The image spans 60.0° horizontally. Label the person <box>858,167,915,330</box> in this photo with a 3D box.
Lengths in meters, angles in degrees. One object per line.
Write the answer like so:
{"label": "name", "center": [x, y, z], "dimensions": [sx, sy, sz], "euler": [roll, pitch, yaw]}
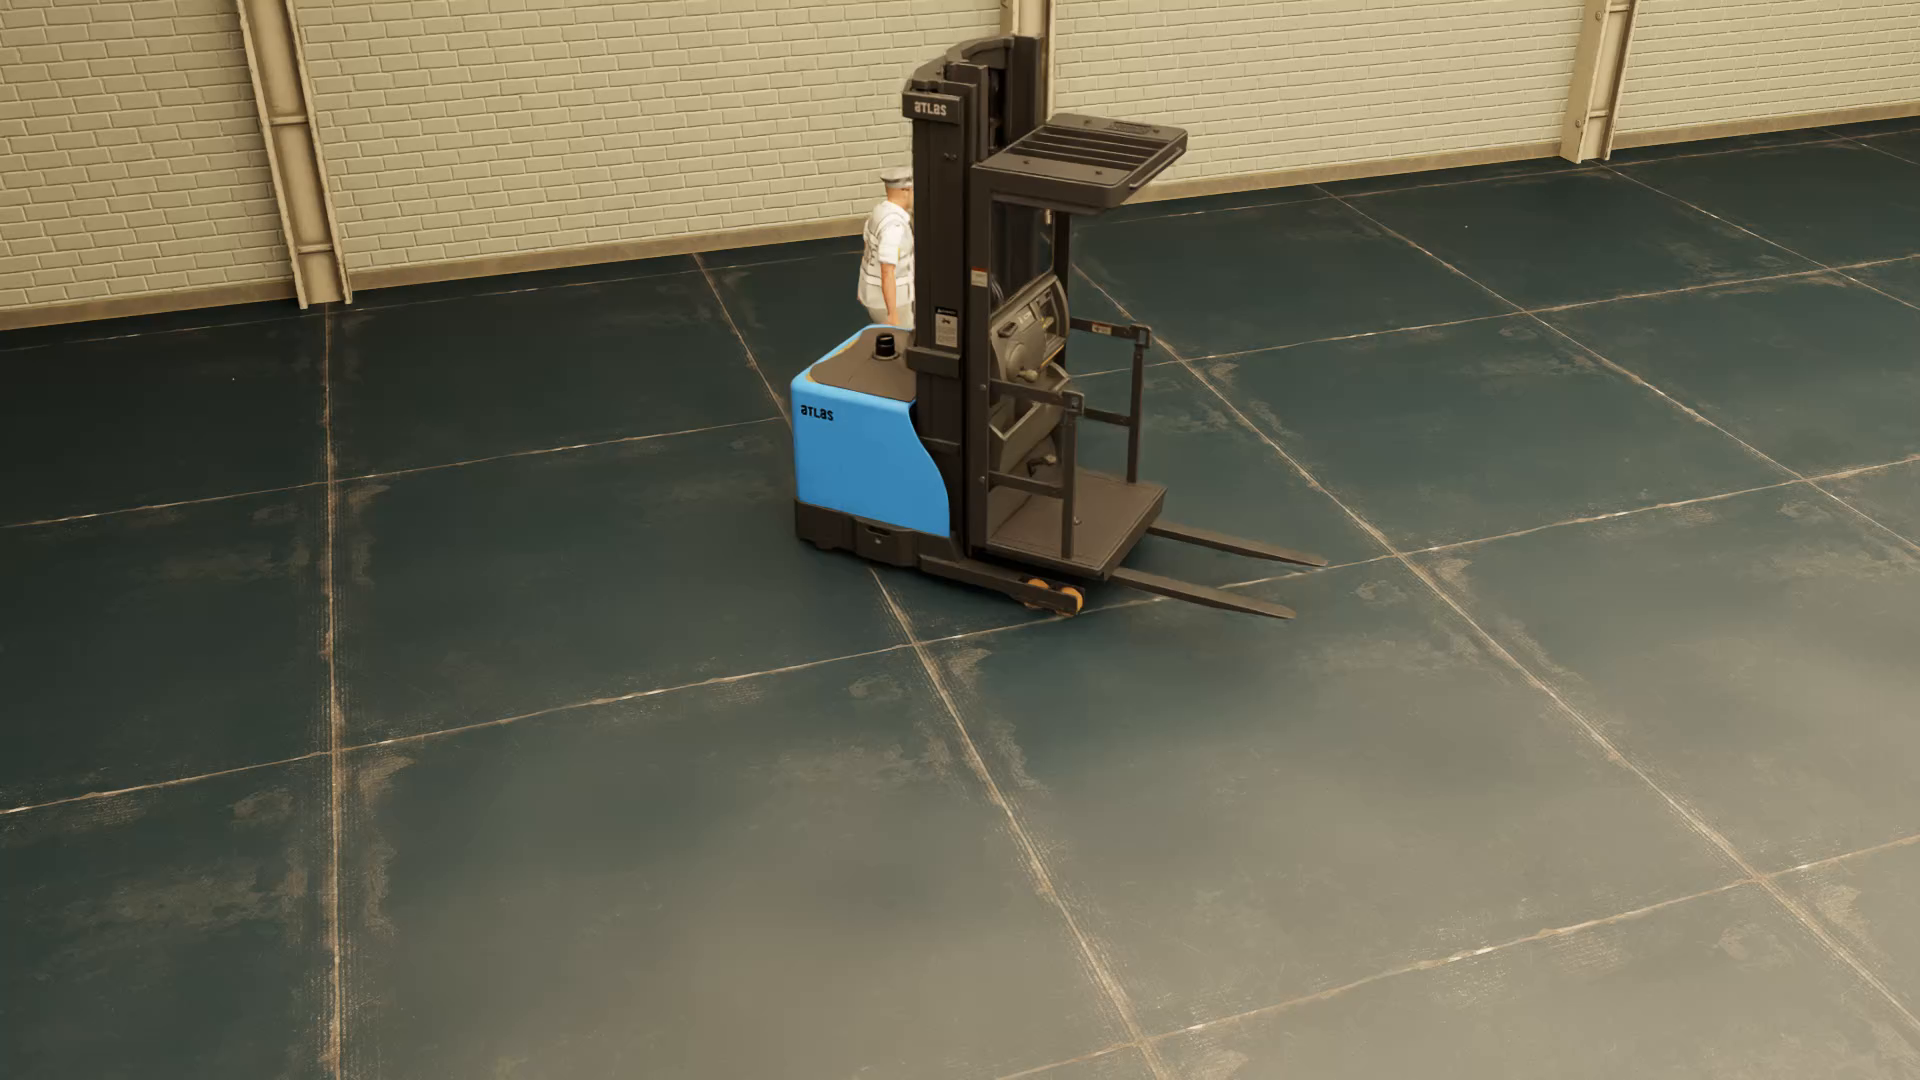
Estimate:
{"label": "person", "center": [-0.470, -1.634, 11.161], "dimensions": [0.426, 1.719, 0.874], "euler": [-8, 31, -13]}

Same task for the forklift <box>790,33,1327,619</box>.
{"label": "forklift", "center": [0.567, -1.142, 9.071], "dimensions": [3.031, 2.935, 1.130], "euler": [14, 33, 22]}
